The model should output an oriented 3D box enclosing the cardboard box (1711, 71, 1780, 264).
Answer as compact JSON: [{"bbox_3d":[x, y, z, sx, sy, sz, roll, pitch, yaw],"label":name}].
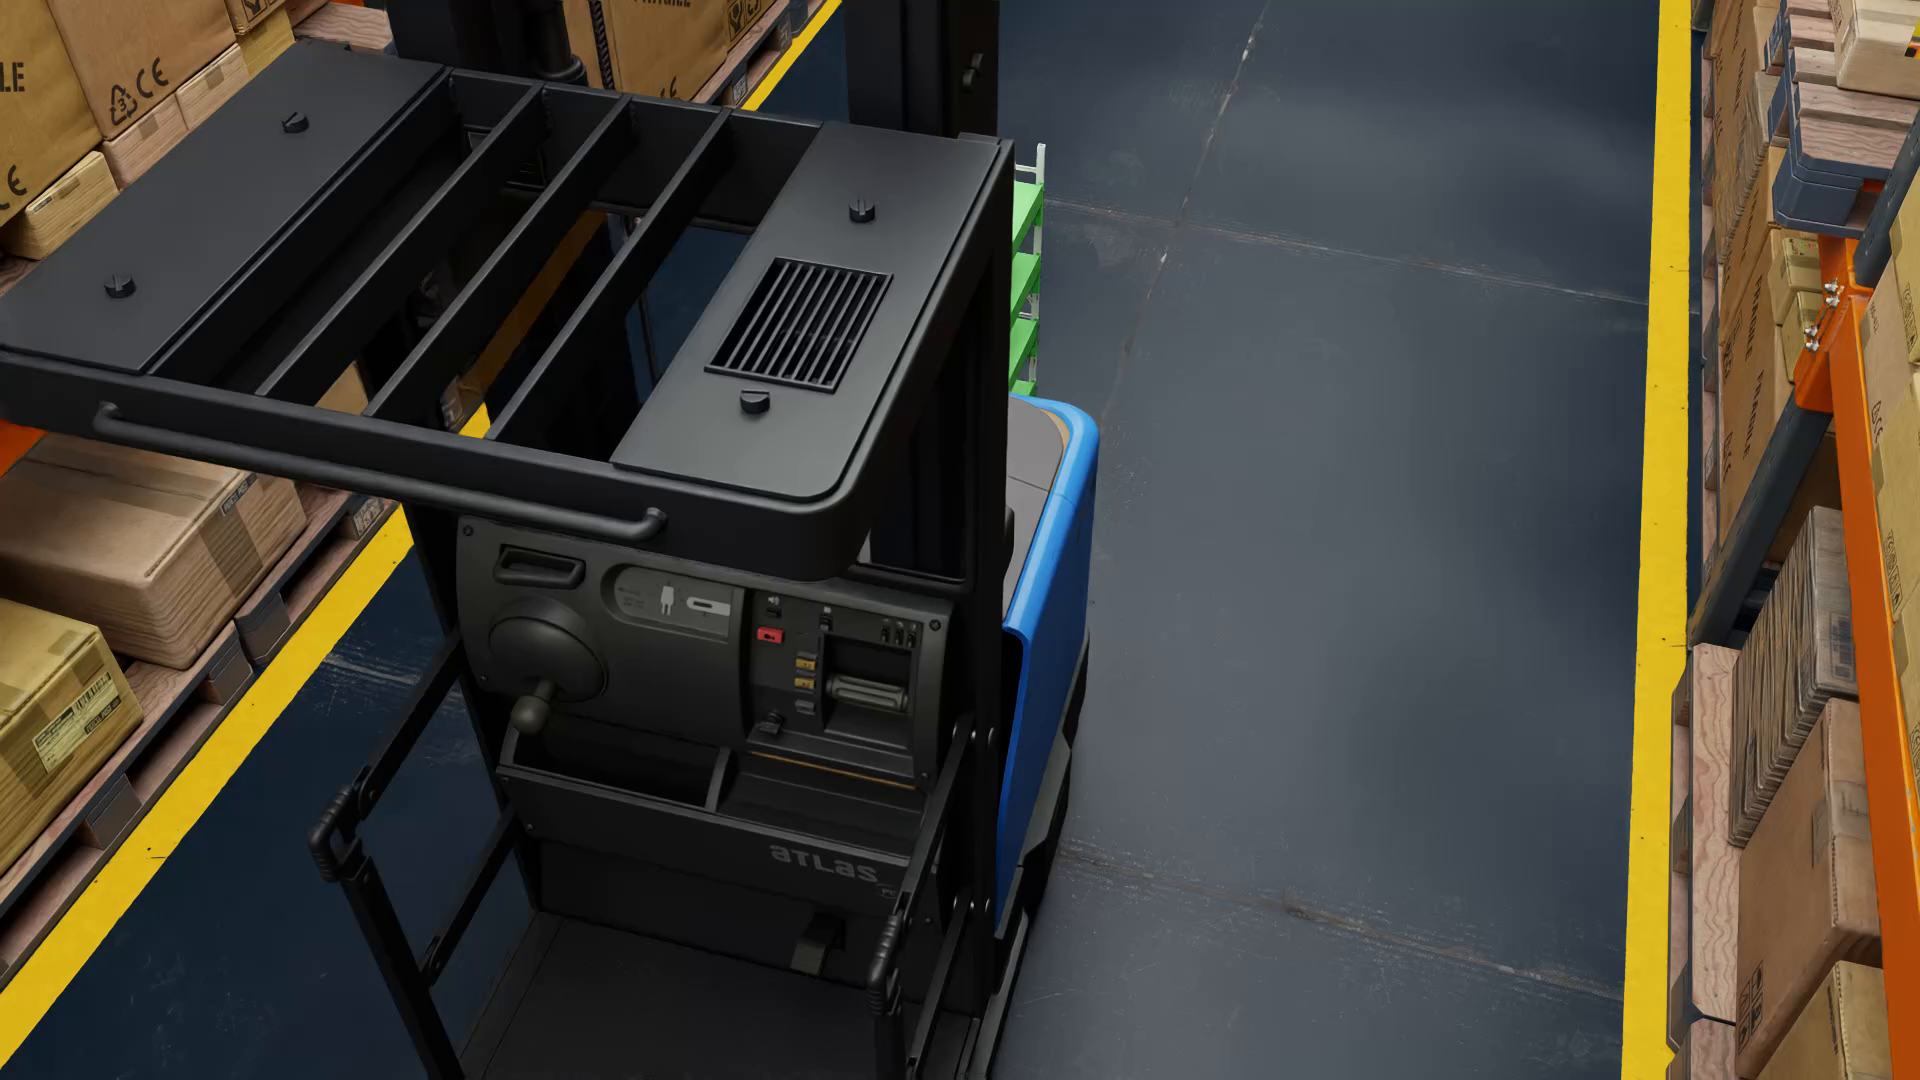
[{"bbox_3d":[3.020,-1.289,5.910,0.500,0.500,0.500,11,45,11],"label":"cardboard box"}]

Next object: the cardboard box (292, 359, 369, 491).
[{"bbox_3d":[-2.272,-0.559,5.255,0.950,0.372,0.625,10,45,10],"label":"cardboard box"}]

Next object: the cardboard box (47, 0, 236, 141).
[{"bbox_3d":[-2.111,-1.306,3.856,0.500,0.500,0.500,12,46,12],"label":"cardboard box"}]

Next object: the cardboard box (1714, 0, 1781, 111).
[{"bbox_3d":[3.338,-1.965,6.601,0.500,0.500,0.500,12,46,12],"label":"cardboard box"}]

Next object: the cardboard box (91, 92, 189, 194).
[{"bbox_3d":[-2.097,-0.977,3.983,0.380,0.149,0.250,11,45,11],"label":"cardboard box"}]

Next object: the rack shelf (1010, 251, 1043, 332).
[{"bbox_3d":[0.050,-0.665,4.820,0.258,0.148,0.480,13,46,13],"label":"rack shelf"}]

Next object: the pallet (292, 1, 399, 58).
[{"bbox_3d":[-2.206,-1.157,4.425,1.213,0.211,1.003,13,46,13],"label":"pallet"}]

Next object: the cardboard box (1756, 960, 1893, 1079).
[{"bbox_3d":[2.044,1.323,3.150,0.875,0.625,0.625,11,45,11],"label":"cardboard box"}]

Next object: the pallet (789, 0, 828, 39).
[{"bbox_3d":[-1.042,-2.862,8.024,1.003,0.211,1.213,13,46,13],"label":"pallet"}]

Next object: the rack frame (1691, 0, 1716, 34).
[{"bbox_3d":[3.851,-3.340,6.519,1.000,3.000,0.127,13,46,13],"label":"rack frame"}]

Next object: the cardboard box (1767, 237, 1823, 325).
[{"bbox_3d":[2.601,-0.734,4.879,0.380,0.149,0.250,10,45,10],"label":"cardboard box"}]

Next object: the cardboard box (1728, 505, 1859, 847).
[{"bbox_3d":[2.438,0.437,4.056,0.875,0.625,0.625,14,46,14],"label":"cardboard box"}]

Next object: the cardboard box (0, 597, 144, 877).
[{"bbox_3d":[-2.723,0.439,4.236,0.950,0.372,0.625,14,46,14],"label":"cardboard box"}]

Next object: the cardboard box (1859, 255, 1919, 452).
[{"bbox_3d":[2.273,-0.376,3.597,0.500,0.250,0.500,13,46,13],"label":"cardboard box"}]

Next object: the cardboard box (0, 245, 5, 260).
[{"bbox_3d":[-2.363,-0.650,3.649,0.380,0.149,0.250,13,46,13],"label":"cardboard box"}]

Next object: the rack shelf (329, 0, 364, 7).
[{"bbox_3d":[-1.486,-2.799,6.480,1.077,0.370,4.000,13,46,13],"label":"rack shelf"}]

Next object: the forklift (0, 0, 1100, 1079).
[{"bbox_3d":[-0.528,0.300,2.848,1.130,2.935,3.031,11,45,11],"label":"forklift"}]

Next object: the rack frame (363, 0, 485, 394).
[{"bbox_3d":[-2.092,-1.723,4.866,1.000,3.000,0.127,13,46,13],"label":"rack frame"}]

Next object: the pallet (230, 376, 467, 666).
[{"bbox_3d":[-2.330,-0.206,5.309,1.003,0.211,1.213,13,46,13],"label":"pallet"}]

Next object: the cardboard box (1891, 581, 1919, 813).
[{"bbox_3d":[1.966,0.303,2.903,0.500,0.250,0.500,11,45,11],"label":"cardboard box"}]

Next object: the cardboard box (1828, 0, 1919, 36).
[{"bbox_3d":[2.651,-1.542,4.488,0.500,0.250,0.500,11,45,11],"label":"cardboard box"}]

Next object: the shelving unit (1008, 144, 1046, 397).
[{"bbox_3d":[0.050,-0.539,4.943,0.258,1.200,0.503,13,46,13],"label":"shelving unit"}]

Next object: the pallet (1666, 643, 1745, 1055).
[{"bbox_3d":[2.353,0.863,4.217,1.003,0.211,1.213,13,46,13],"label":"pallet"}]

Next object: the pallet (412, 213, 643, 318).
[{"bbox_3d":[-1.781,-1.236,6.362,1.003,0.211,1.213,13,46,13],"label":"pallet"}]

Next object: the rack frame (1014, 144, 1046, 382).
[{"bbox_3d":[0.124,-0.702,5.109,0.240,1.200,0.015,13,46,13],"label":"rack frame"}]

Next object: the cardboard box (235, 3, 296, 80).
[{"bbox_3d":[-1.979,-1.321,4.334,0.380,0.149,0.250,13,46,13],"label":"cardboard box"}]

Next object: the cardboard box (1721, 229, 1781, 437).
[{"bbox_3d":[2.725,-0.590,5.195,0.500,0.500,0.500,12,46,12],"label":"cardboard box"}]

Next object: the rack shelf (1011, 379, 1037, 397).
[{"bbox_3d":[0.050,-0.322,5.156,0.258,0.148,0.480,13,46,13],"label":"rack shelf"}]

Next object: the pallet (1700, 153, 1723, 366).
[{"bbox_3d":[3.273,-0.978,6.098,1.003,0.211,1.213,13,46,13],"label":"pallet"}]

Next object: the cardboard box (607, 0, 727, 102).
[{"bbox_3d":[-1.529,-2.150,6.521,0.875,0.875,0.875,13,46,13],"label":"cardboard box"}]

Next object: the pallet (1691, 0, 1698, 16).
[{"bbox_3d":[4.060,-2.801,7.962,1.003,0.211,1.213,13,46,13],"label":"pallet"}]

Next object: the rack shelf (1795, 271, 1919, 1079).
[{"bbox_3d":[2.034,0.916,2.683,1.077,0.370,4.000,13,46,13],"label":"rack shelf"}]
